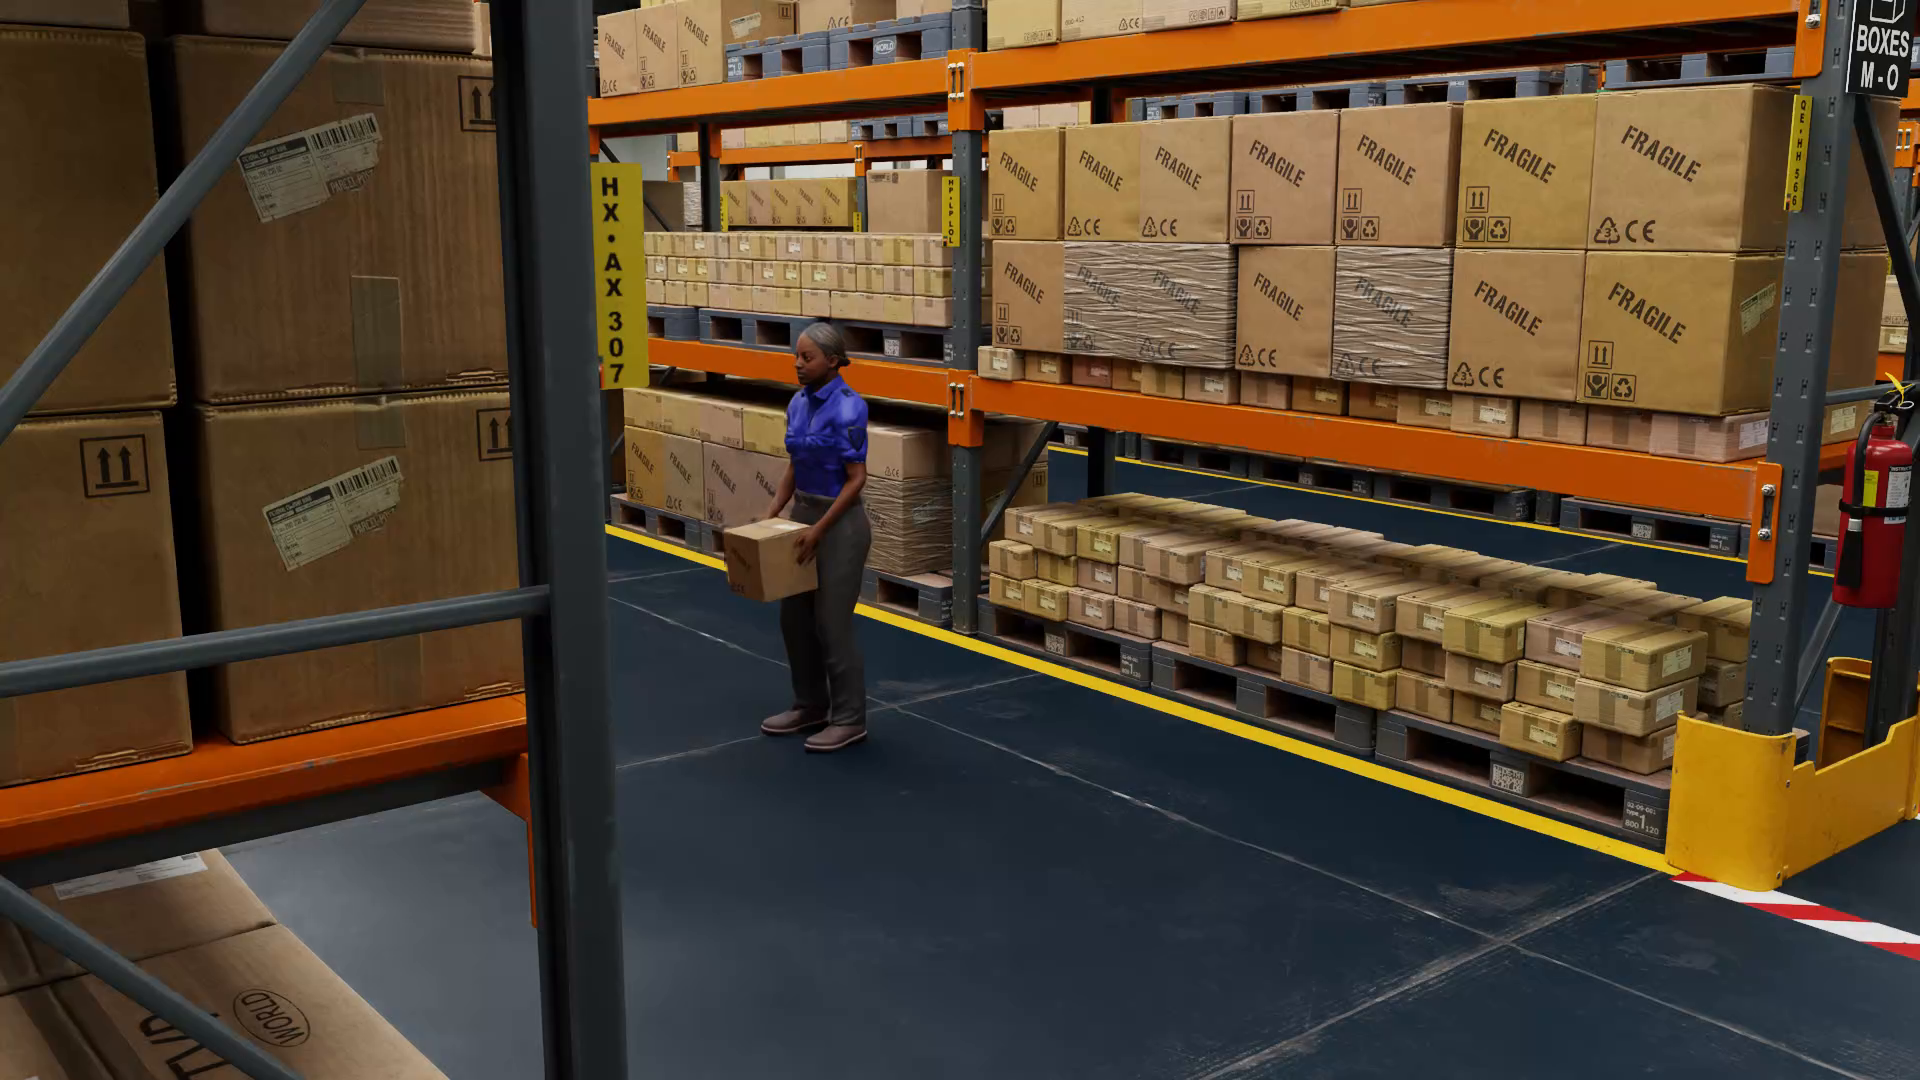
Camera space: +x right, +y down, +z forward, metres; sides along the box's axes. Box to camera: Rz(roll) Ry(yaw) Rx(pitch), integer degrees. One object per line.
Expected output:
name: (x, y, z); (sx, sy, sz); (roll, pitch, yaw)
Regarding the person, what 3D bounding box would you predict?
person: (-0.566, -0.020, 6.528); (0.391, 1.662, 0.479); (-9, 14, -39)
